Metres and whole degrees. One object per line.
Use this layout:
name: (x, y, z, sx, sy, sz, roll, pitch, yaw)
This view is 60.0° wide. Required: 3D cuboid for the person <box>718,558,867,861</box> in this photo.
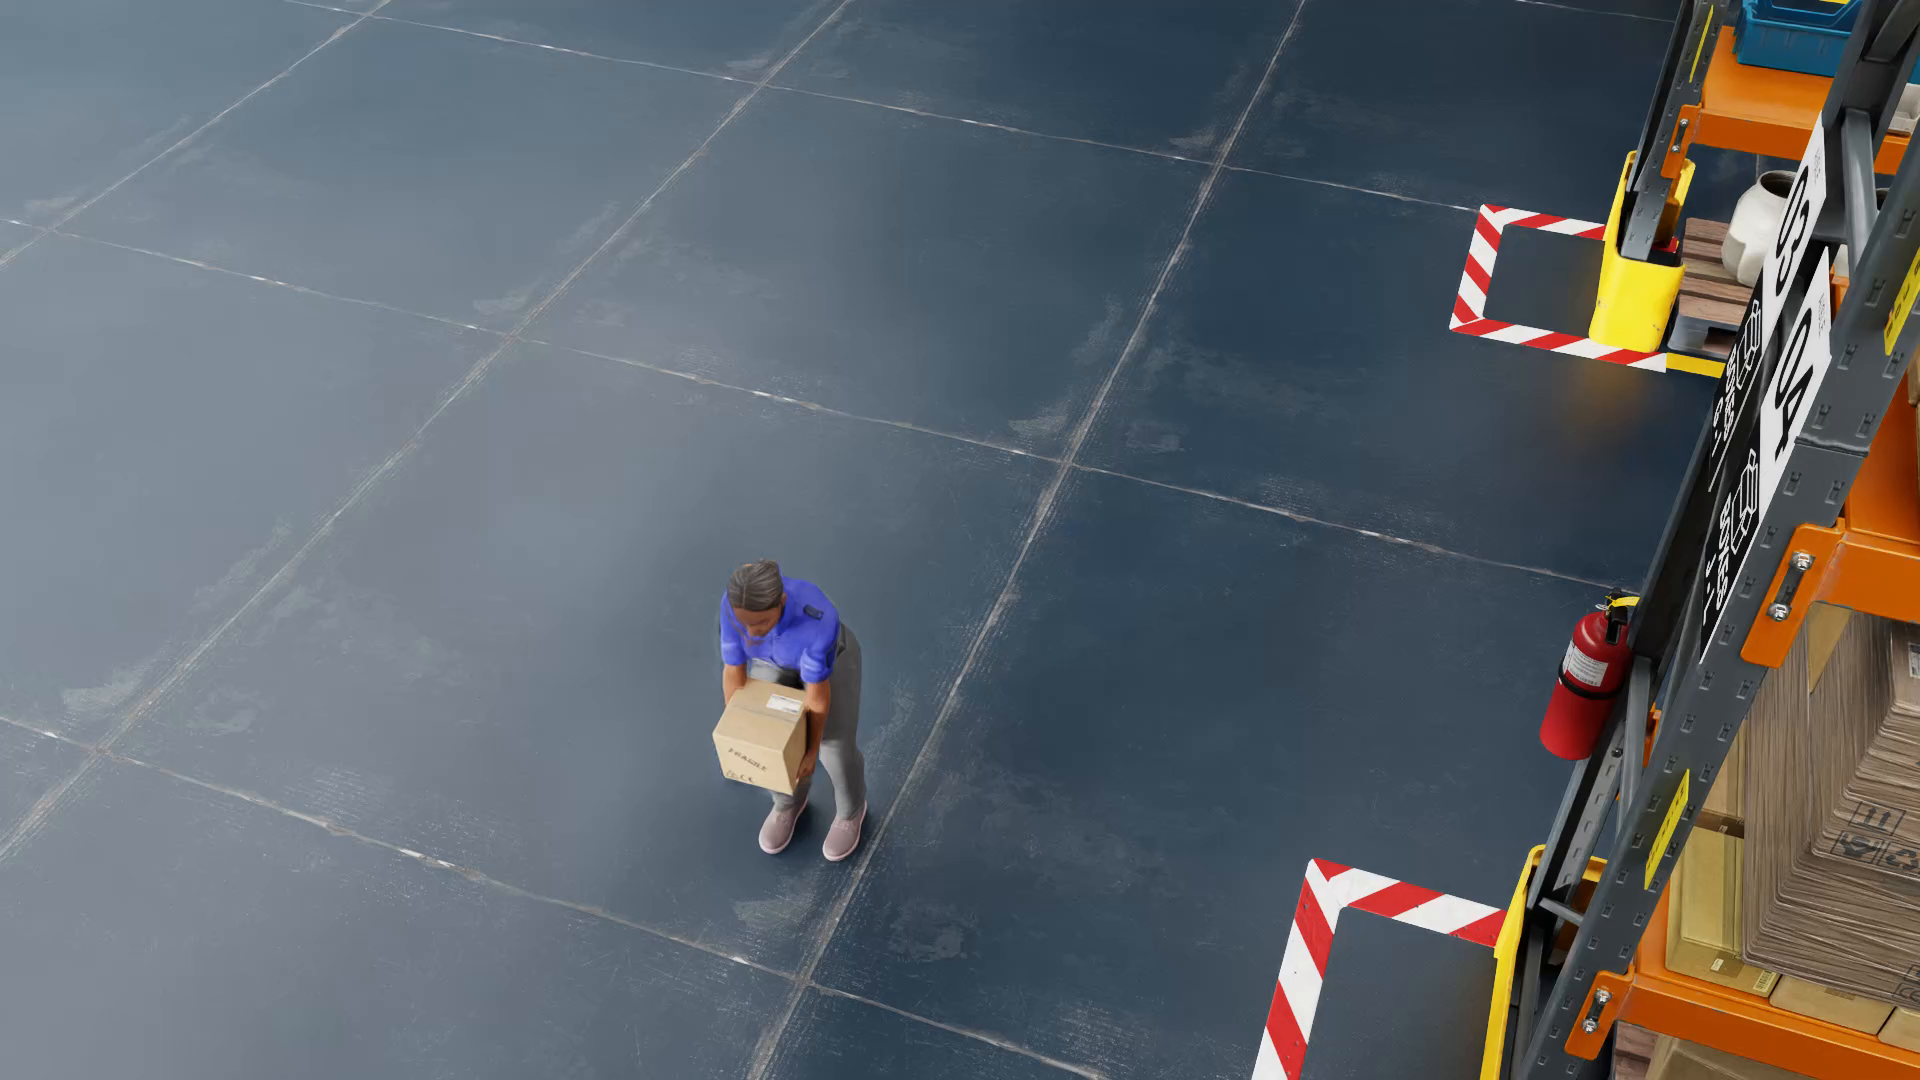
person: (-0.564, 0.543, 5.643, 0.406, 1.551, 0.595, 13, 43, 14)
